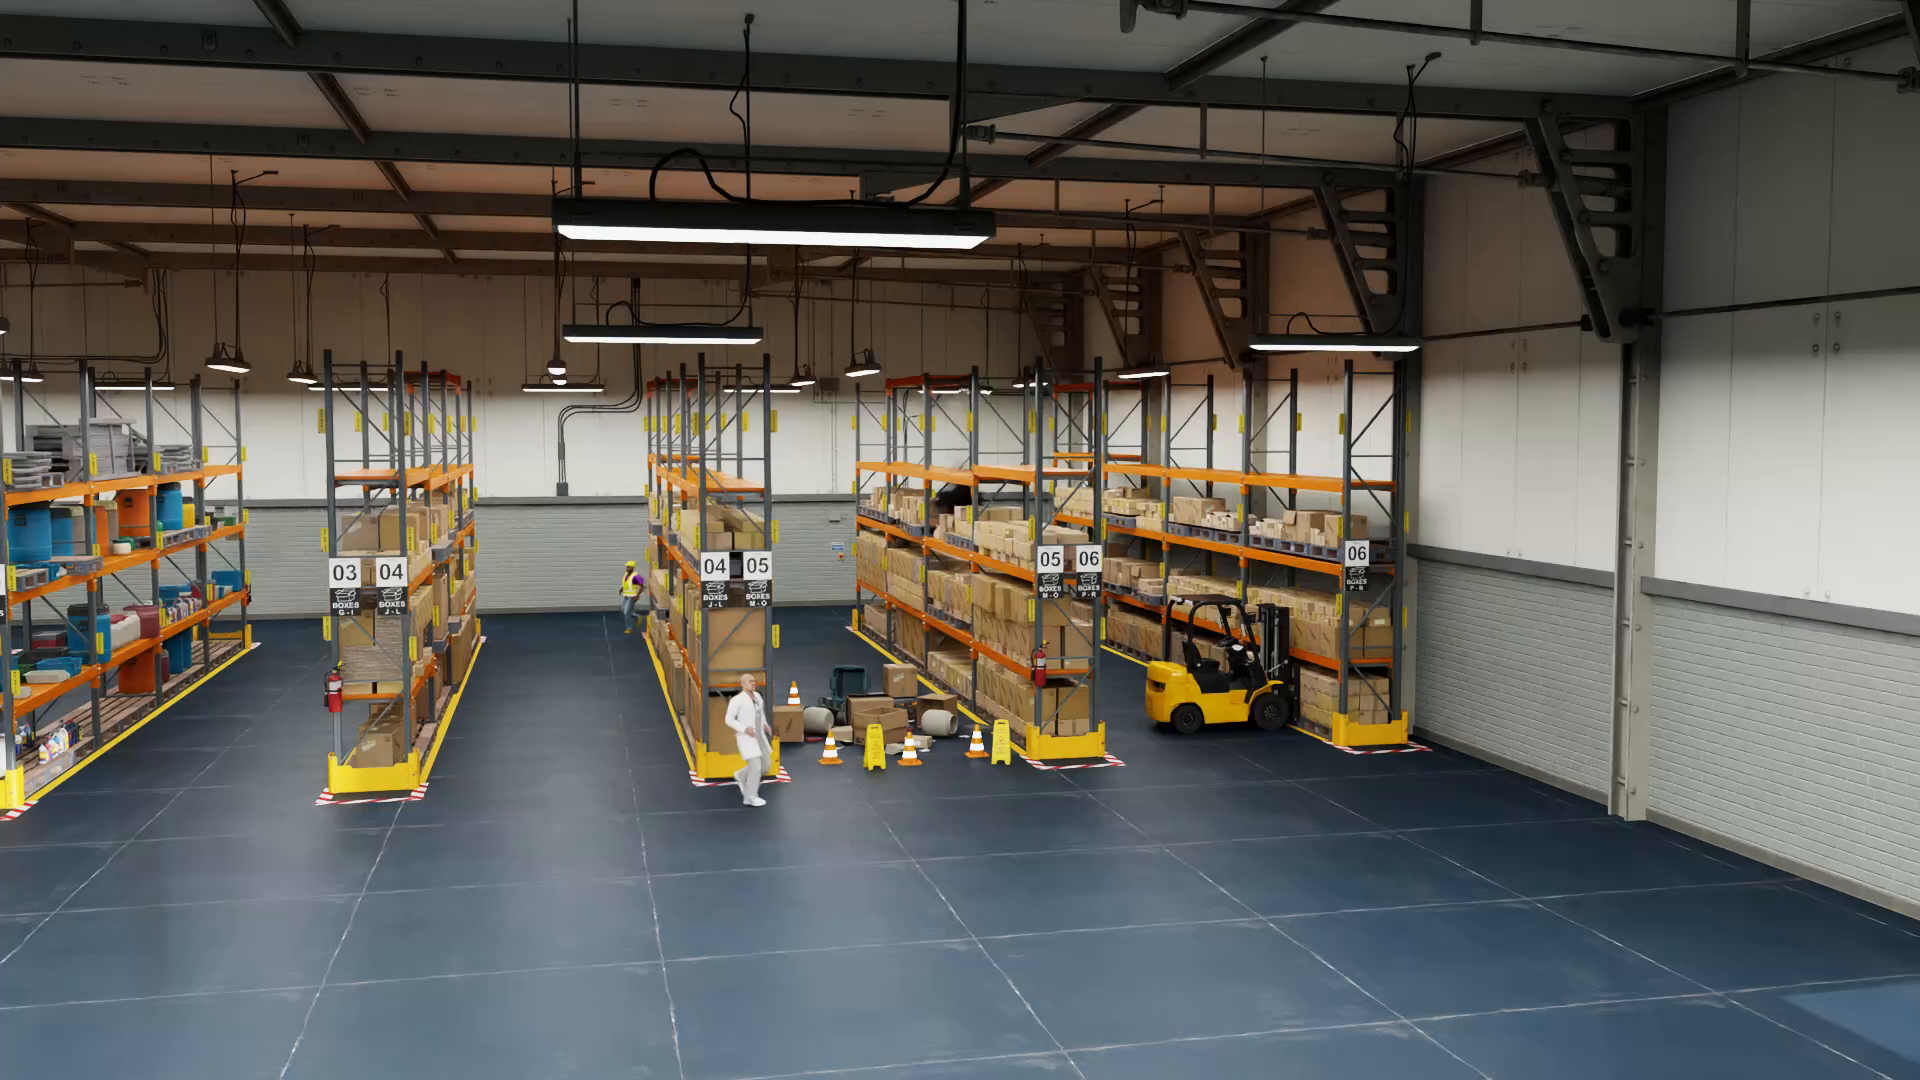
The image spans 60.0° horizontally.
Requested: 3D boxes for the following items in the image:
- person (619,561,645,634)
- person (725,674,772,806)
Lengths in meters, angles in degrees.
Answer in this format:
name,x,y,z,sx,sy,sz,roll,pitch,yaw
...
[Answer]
name,x,y,z,sx,sy,sz,roll,pitch,yaw
person,-7.883,1.372,39.962,0.603,1.734,0.736,-4,6,-44
person,-2.780,2.616,21.847,0.668,1.724,0.688,3,5,35
